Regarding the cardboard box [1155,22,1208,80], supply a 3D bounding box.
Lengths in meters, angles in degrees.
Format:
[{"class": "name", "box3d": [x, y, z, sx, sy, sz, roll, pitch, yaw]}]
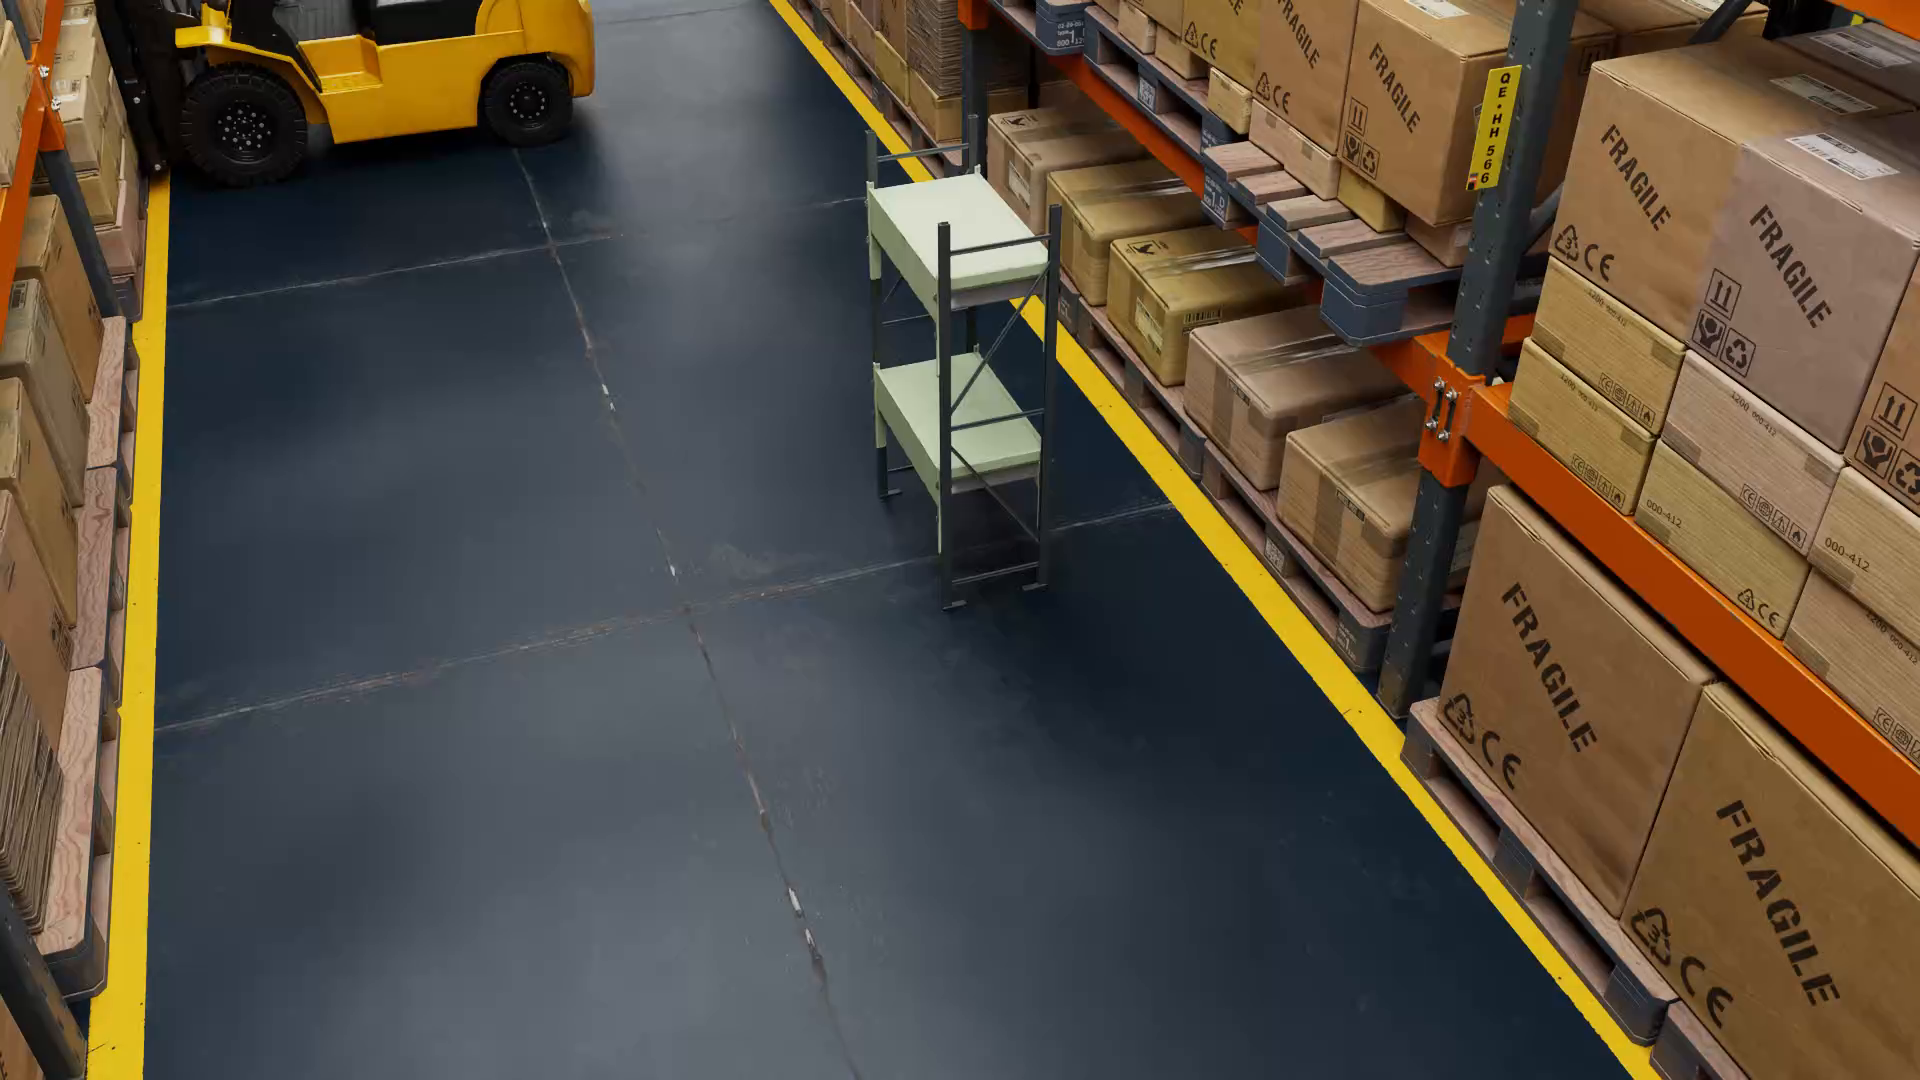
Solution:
[{"class": "cardboard box", "box3d": [0.933, -1.801, 6.008, 0.380, 0.149, 0.250, -14, 39, -17]}]

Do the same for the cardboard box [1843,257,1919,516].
[{"class": "cardboard box", "box3d": [2.158, -0.275, 3.207, 0.500, 0.500, 0.500, -11, 38, -15]}]

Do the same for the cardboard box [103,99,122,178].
[{"class": "cardboard box", "box3d": [-4.213, -1.858, 7.745, 0.500, 0.250, 0.500, -13, 39, -16]}]

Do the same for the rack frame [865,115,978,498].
[{"class": "rack frame", "box3d": [-0.128, -0.810, 6.078, 0.400, 1.500, 0.023, -12, 39, -16]}]

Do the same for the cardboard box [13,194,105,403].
[{"class": "cardboard box", "box3d": [-3.971, -0.895, 6.569, 0.875, 0.625, 0.625, -11, 38, -14]}]

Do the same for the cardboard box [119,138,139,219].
[{"class": "cardboard box", "box3d": [-4.206, -1.663, 7.901, 0.500, 0.250, 0.500, -13, 39, -17]}]

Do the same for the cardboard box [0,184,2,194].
[{"class": "cardboard box", "box3d": [-3.422, -1.108, 5.352, 0.500, 0.250, 0.500, -12, 39, -16]}]

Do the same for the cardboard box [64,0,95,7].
[{"class": "cardboard box", "box3d": [-4.555, -2.643, 8.371, 0.500, 0.250, 0.500, -13, 39, -17]}]

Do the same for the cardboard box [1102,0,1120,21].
[{"class": "cardboard box", "box3d": [0.771, -2.106, 6.413, 0.380, 0.149, 0.250, -12, 39, -16]}]

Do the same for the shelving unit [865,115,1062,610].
[{"class": "shelving unit", "box3d": [-0.002, -0.603, 5.804, 0.431, 1.500, 0.755, -12, 39, -16]}]

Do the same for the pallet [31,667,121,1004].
[{"class": "pallet", "box3d": [-3.031, 0.932, 4.837, 1.003, 0.211, 1.213, -12, 39, -16]}]

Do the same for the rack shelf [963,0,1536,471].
[{"class": "rack shelf", "box3d": [1.186, -1.581, 6.453, 1.077, 0.370, 4.000, -12, 39, -16]}]

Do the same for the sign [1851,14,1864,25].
[{"class": "sign", "box3d": [2.395, -1.317, 4.544, 0.100, 0.325, 0.005, -12, 39, -16]}]

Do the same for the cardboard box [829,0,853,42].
[{"class": "cardboard box", "box3d": [-0.492, -3.218, 9.966, 0.500, 0.250, 0.500, -10, 38, -13]}]

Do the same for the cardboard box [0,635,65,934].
[{"class": "cardboard box", "box3d": [-2.986, 0.717, 4.429, 0.875, 0.625, 0.625, -11, 38, -15]}]

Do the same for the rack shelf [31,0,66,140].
[{"class": "rack shelf", "box3d": [-4.849, -2.810, 8.086, 1.077, 0.370, 4.000, -12, 39, -16]}]

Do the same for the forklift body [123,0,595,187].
[{"class": "forklift body", "box3d": [-3.172, -3.195, 8.704, 2.313, 2.155, 1.214, -12, 39, -16]}]

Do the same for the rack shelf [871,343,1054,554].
[{"class": "rack shelf", "box3d": [-0.002, -0.342, 6.000, 0.431, 0.370, 0.720, -12, 39, -16]}]

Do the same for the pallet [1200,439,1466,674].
[{"class": "pallet", "box3d": [1.607, -0.066, 6.162, 1.003, 0.211, 1.213, -12, 39, -16]}]

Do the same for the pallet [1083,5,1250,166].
[{"class": "pallet", "box3d": [1.155, -1.771, 6.268, 1.003, 0.211, 1.213, -12, 39, -16]}]

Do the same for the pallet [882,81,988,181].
[{"class": "pallet", "box3d": [0.234, -2.256, 9.070, 1.003, 0.211, 1.213, -12, 39, -16]}]

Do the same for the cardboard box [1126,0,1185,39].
[{"class": "cardboard box", "box3d": [0.907, -2.147, 5.928, 0.500, 0.500, 0.500, -14, 39, -18]}]

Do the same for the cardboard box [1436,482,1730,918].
[{"class": "cardboard box", "box3d": [2.034, 0.350, 4.709, 0.875, 0.875, 0.875, -13, 39, -16]}]

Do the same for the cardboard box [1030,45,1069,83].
[{"class": "cardboard box", "box3d": [0.549, -2.756, 8.729, 0.500, 0.500, 0.500, -11, 38, -14]}]

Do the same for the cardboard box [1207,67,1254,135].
[{"class": "cardboard box", "box3d": [1.065, -1.508, 5.619, 0.380, 0.149, 0.250, -12, 39, -15]}]

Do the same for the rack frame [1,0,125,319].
[{"class": "rack frame", "box3d": [-4.161, -1.968, 6.370, 1.000, 3.000, 0.127, -12, 39, -16]}]

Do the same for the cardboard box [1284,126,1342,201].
[{"class": "cardboard box", "box3d": [1.252, -1.212, 5.225, 0.380, 0.149, 0.250, -13, 39, -16]}]

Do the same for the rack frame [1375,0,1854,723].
[{"class": "rack frame", "box3d": [1.875, -0.738, 4.737, 1.000, 3.000, 0.127, -12, 39, -16]}]

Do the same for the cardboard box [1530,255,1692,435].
[{"class": "cardboard box", "box3d": [1.817, -0.541, 4.184, 0.500, 0.250, 0.500, -13, 39, -16]}]

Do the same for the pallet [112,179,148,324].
[{"class": "pallet", "box3d": [-4.395, -1.312, 7.816, 1.003, 0.211, 1.213, -12, 39, -16]}]

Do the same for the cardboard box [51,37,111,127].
[{"class": "cardboard box", "box3d": [-4.199, -2.066, 7.605, 0.500, 0.250, 0.500, -12, 39, -16]}]

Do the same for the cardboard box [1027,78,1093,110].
[{"class": "cardboard box", "box3d": [0.549, -2.456, 8.954, 0.500, 0.250, 0.500, -14, 39, -18]}]

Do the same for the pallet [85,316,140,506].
[{"class": "pallet", "box3d": [-3.871, -0.446, 6.667, 1.003, 0.211, 1.213, -12, 39, -16]}]

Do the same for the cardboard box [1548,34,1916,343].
[{"class": "cardboard box", "box3d": [1.815, -0.848, 3.969, 0.500, 0.500, 0.500, -14, 39, -17]}]

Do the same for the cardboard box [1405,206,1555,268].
[{"class": "cardboard box", "box3d": [1.541, -0.942, 4.867, 0.380, 0.149, 0.250, -11, 38, -14]}]

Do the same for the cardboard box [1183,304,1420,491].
[{"class": "cardboard box", "box3d": [1.428, -0.593, 6.379, 0.950, 0.372, 0.625, -13, 39, -17]}]

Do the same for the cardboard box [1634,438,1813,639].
[{"class": "cardboard box", "box3d": [2.000, -0.063, 3.966, 0.500, 0.250, 0.500, -14, 39, -17]}]

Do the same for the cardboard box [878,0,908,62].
[{"class": "cardboard box", "box3d": [-0.134, -2.932, 8.963, 0.500, 0.500, 0.500, -12, 39, -15]}]

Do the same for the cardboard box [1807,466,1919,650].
[{"class": "cardboard box", "box3d": [2.154, 0.036, 3.419, 0.500, 0.250, 0.500, -13, 39, -16]}]

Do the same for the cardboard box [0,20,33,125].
[{"class": "cardboard box", "box3d": [-3.742, -1.678, 6.109, 0.500, 0.250, 0.500, -12, 39, -15]}]

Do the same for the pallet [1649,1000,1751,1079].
[{"class": "pallet", "box3d": [2.491, 1.525, 4.050, 1.003, 0.211, 1.213, -12, 39, -16]}]

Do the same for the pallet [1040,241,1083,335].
[{"class": "pallet", "box3d": [0.767, -1.444, 7.992, 1.003, 0.211, 1.213, -12, 39, -16]}]

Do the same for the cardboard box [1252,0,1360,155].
[{"class": "cardboard box", "box3d": [1.269, -1.554, 5.140, 0.500, 0.500, 0.500, -13, 39, -17]}]

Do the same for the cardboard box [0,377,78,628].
[{"class": "cardboard box", "box3d": [-3.451, -0.031, 5.422, 0.875, 0.625, 0.625, -14, 39, -18]}]

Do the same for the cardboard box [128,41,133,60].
[{"class": "cardboard box", "box3d": [-4.717, -2.714, 8.880, 0.500, 0.250, 0.500, -13, 39, -17]}]

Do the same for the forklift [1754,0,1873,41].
[{"class": "forklift", "box3d": [2.953, -2.180, 6.708, 1.130, 2.935, 3.031, -11, 38, -15]}]

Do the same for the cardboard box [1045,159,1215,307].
[{"class": "cardboard box", "box3d": [0.932, -1.415, 7.470, 0.950, 0.372, 0.625, -10, 38, -13]}]

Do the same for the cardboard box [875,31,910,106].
[{"class": "cardboard box", "box3d": [-0.150, -2.644, 9.204, 0.500, 0.250, 0.500, -13, 39, -17]}]

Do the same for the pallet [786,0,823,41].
[{"class": "pallet", "box3d": [-0.606, -3.634, 10.900, 1.003, 0.211, 1.213, -12, 39, -16]}]

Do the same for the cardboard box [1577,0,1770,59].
[{"class": "cardboard box", "box3d": [1.937, -1.367, 4.892, 0.500, 0.500, 0.500, -14, 39, -17]}]
